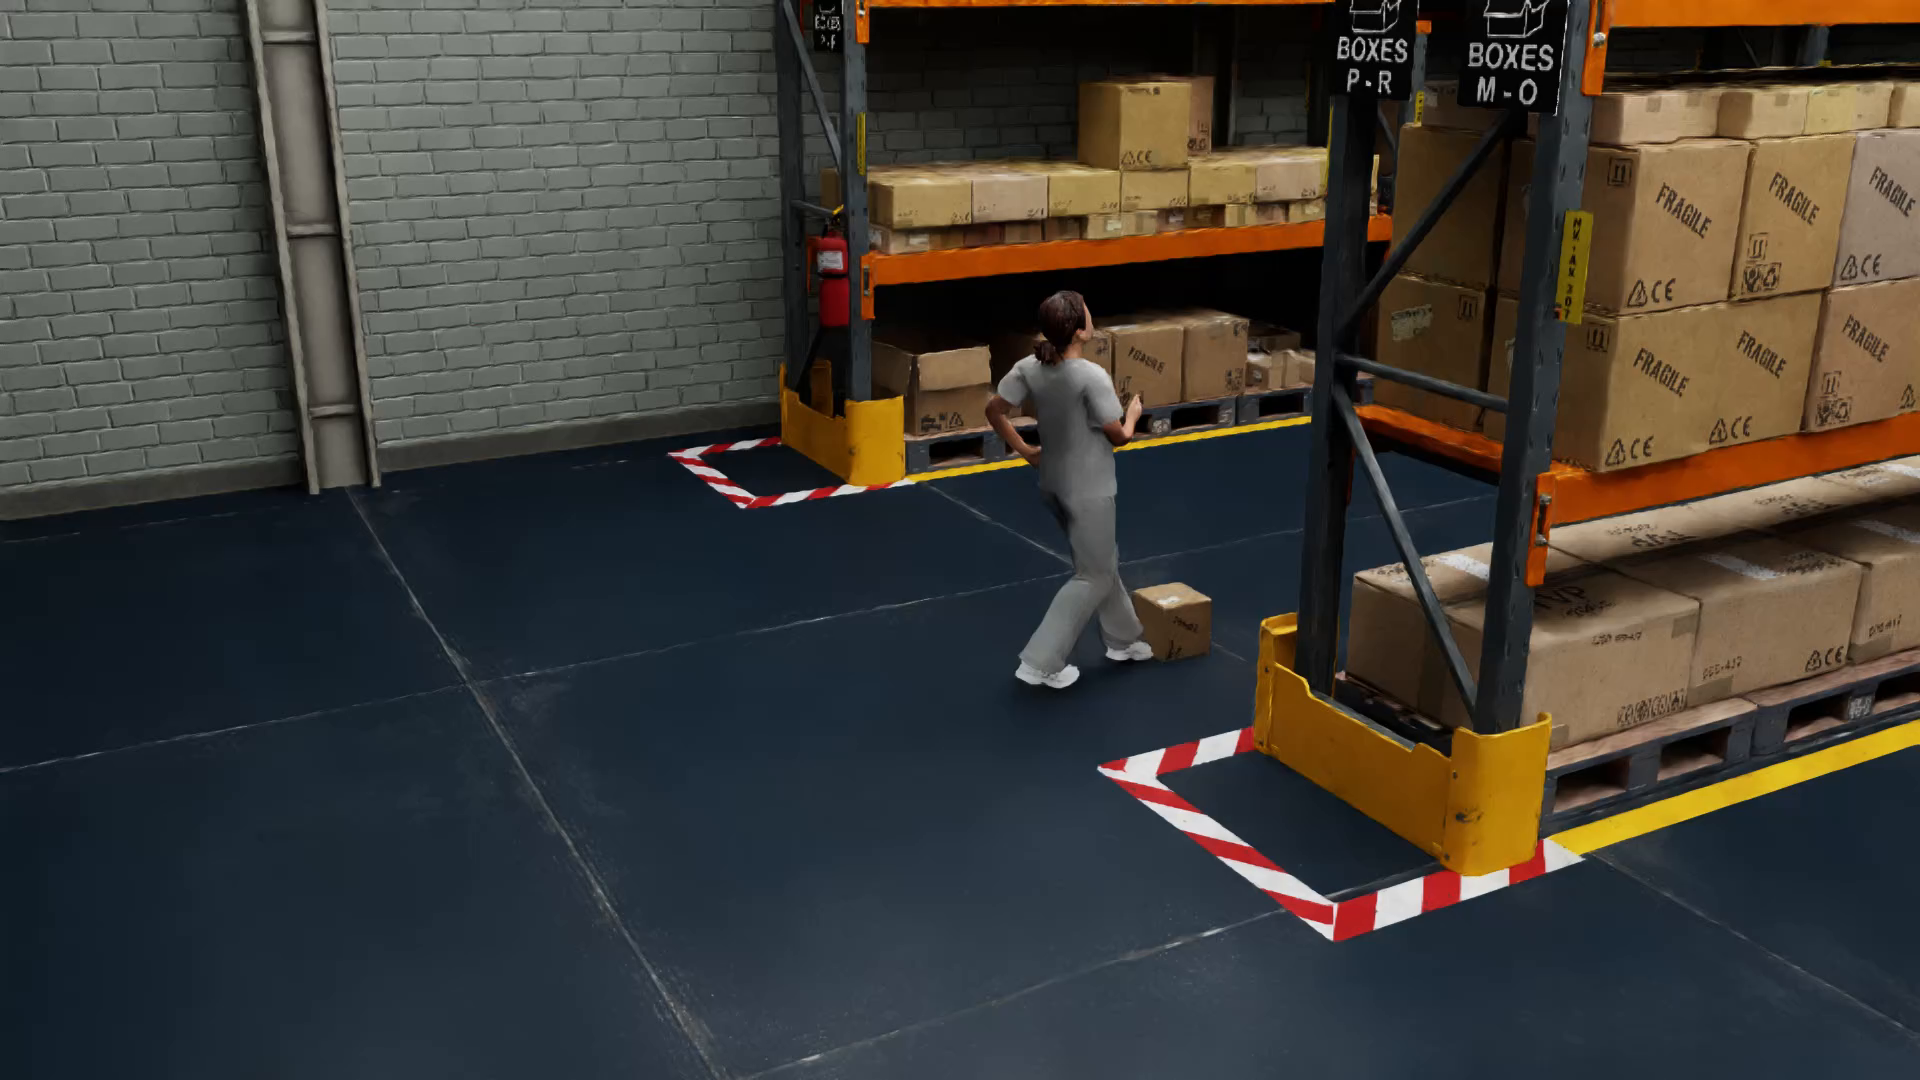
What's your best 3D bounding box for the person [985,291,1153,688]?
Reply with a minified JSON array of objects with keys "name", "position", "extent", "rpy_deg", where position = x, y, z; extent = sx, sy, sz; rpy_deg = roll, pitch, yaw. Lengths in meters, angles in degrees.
[{"name":"person","position":[0.557,-0.200,6.705],"extent":[0.792,1.660,0.527],"rpy_deg":[-11,22,-30]}]
